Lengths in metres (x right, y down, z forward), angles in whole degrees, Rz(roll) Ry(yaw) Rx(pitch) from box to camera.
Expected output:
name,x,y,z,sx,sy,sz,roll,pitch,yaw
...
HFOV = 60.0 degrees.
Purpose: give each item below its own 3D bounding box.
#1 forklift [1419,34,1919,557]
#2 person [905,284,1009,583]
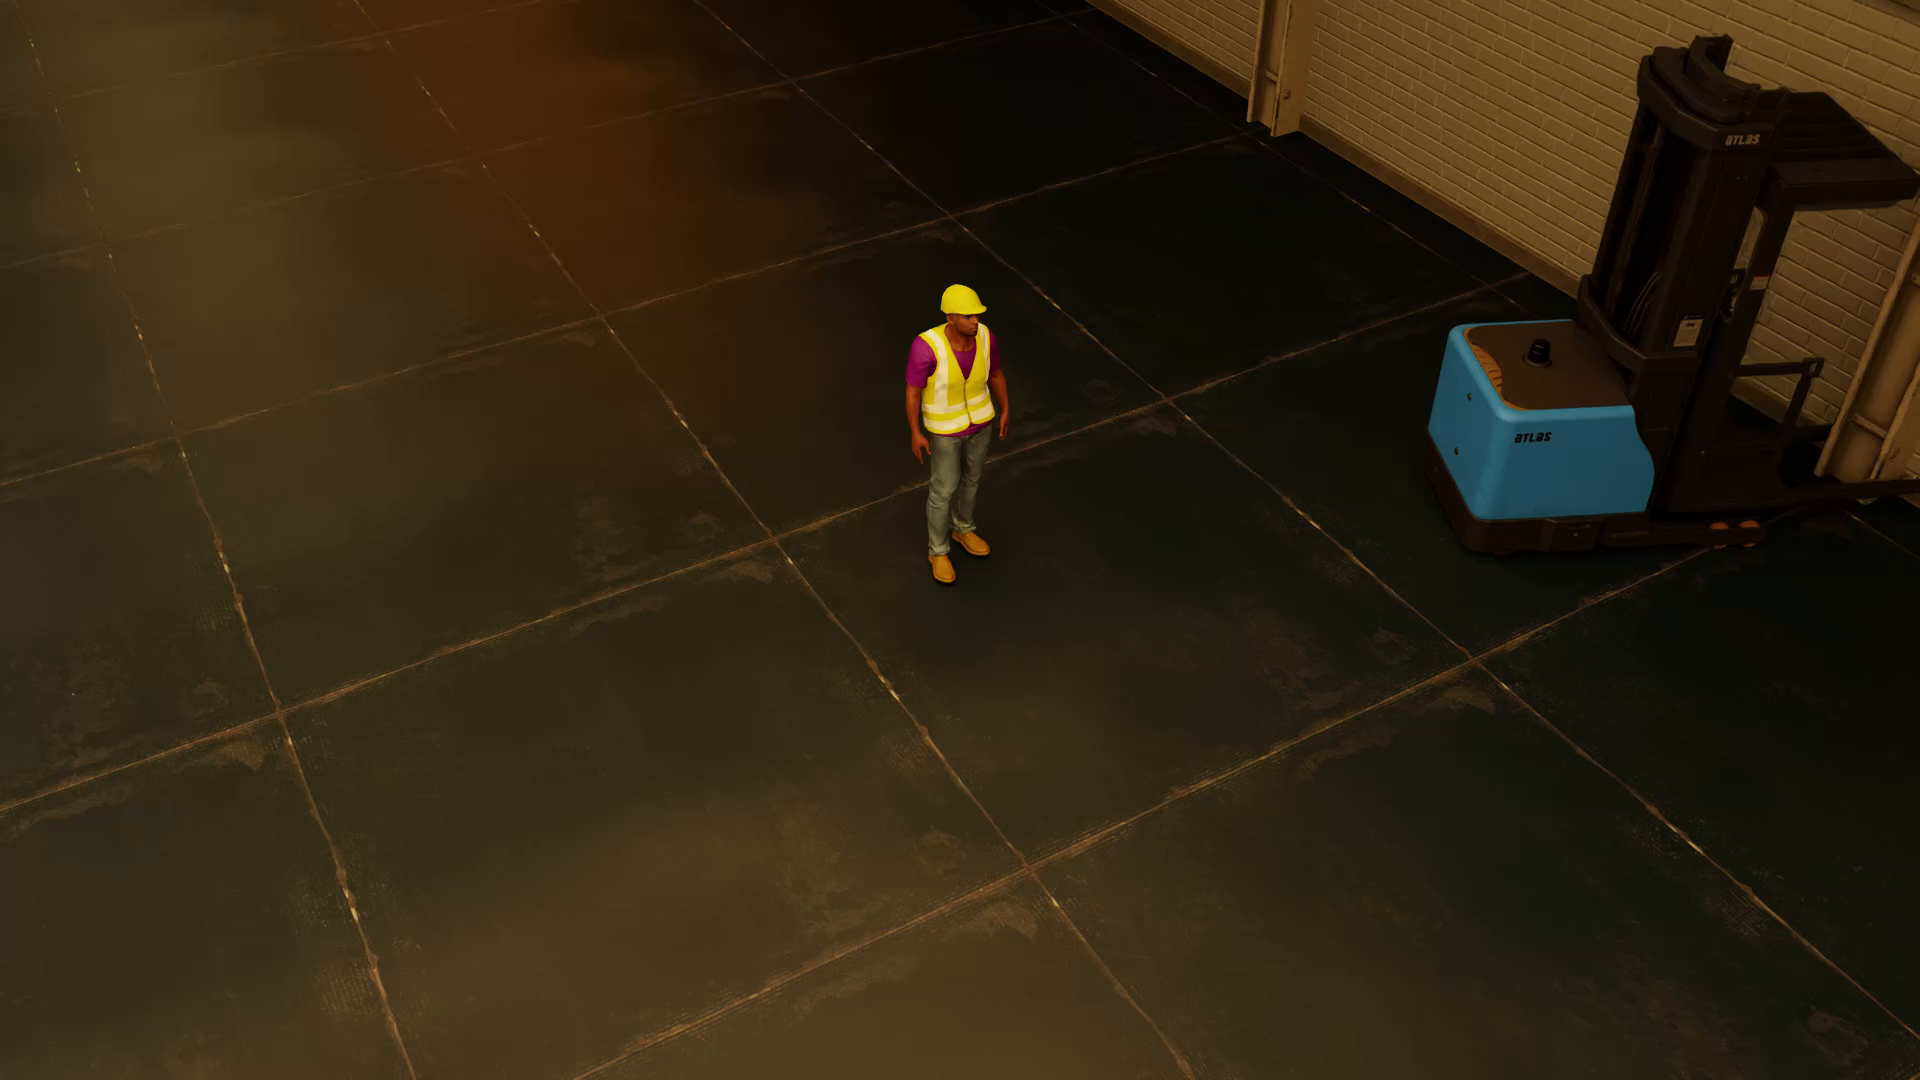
name,x,y,z,sx,sy,sz,roll,pitch,yaw
forklift,4.544,-1.410,9.736,3.031,2.935,1.130,-3,40,-4
person,0.030,-0.645,9.715,0.665,1.768,0.575,-20,44,-23
